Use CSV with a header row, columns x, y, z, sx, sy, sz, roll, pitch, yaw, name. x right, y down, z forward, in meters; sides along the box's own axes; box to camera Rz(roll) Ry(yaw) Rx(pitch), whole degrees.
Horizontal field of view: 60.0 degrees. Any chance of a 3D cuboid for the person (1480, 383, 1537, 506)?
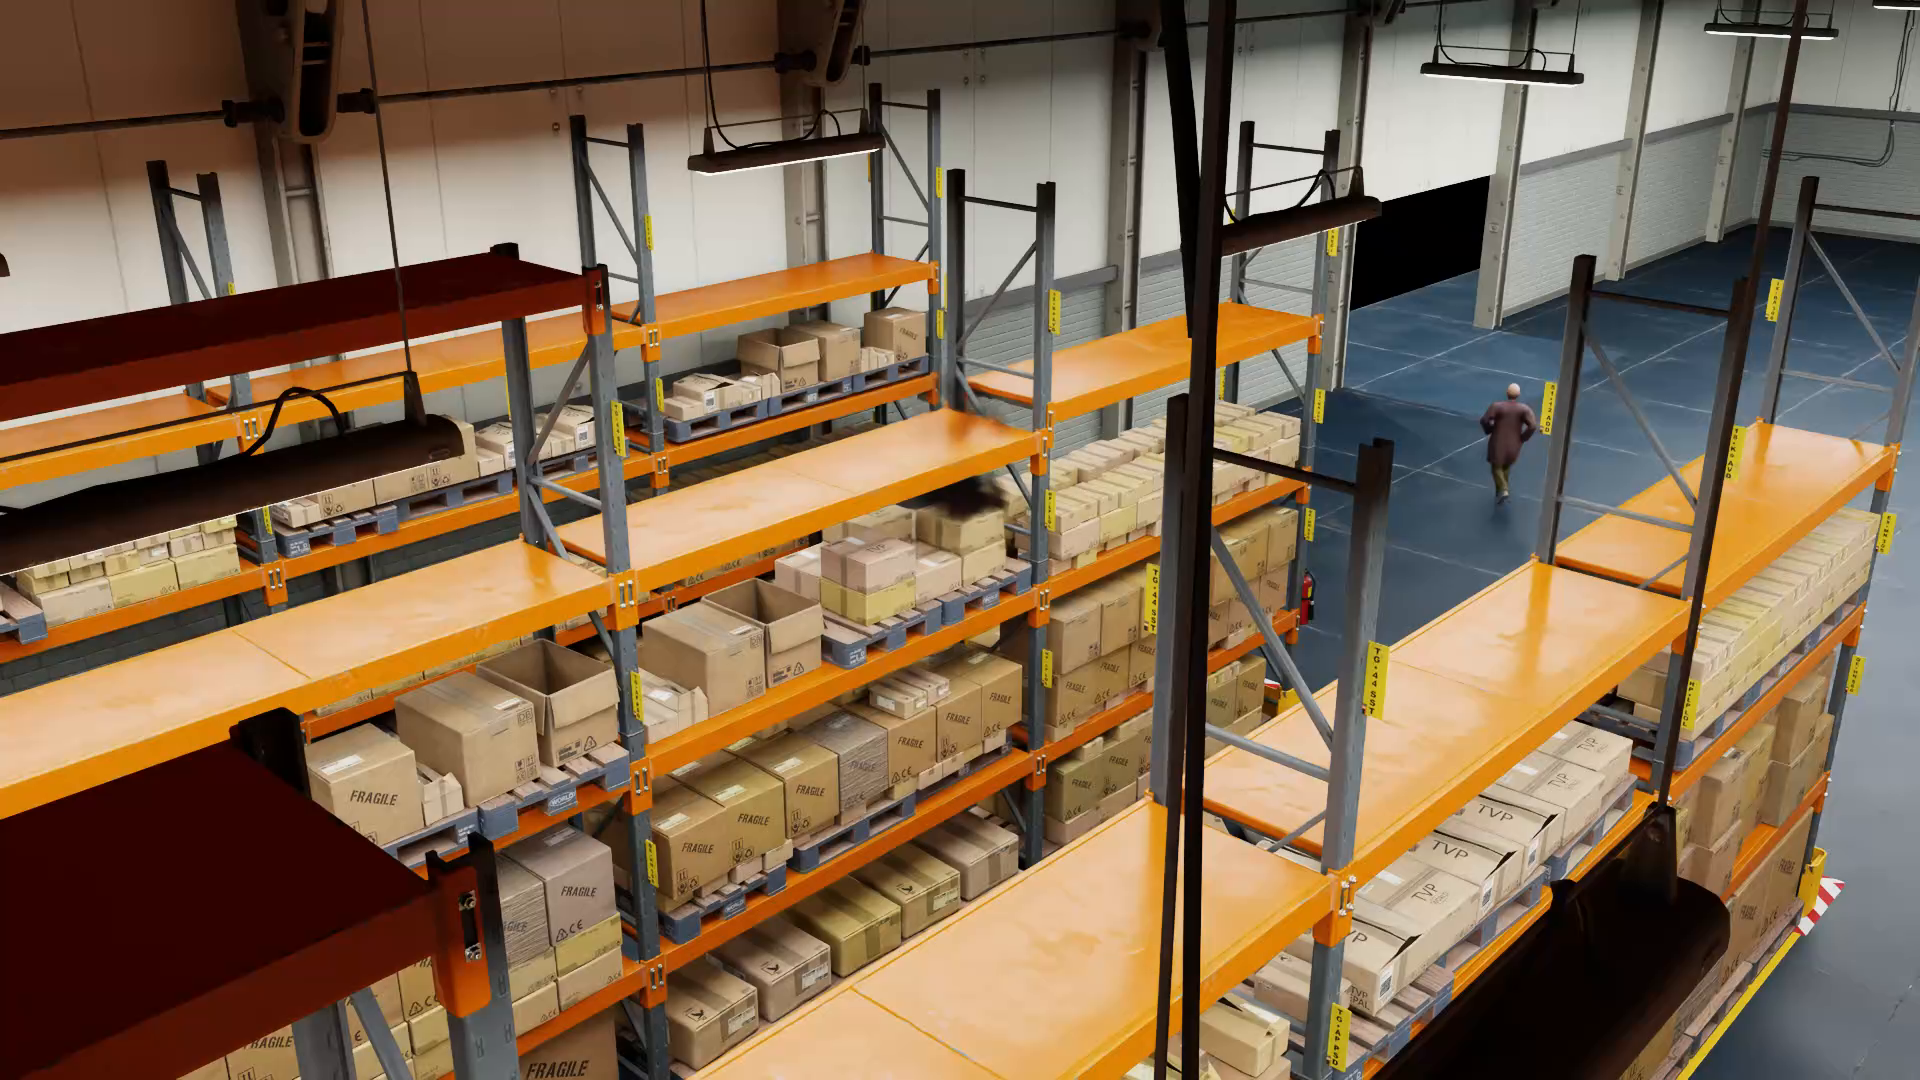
x,y,z,sx,sy,sz,roll,pitch,yaw,name
7.479,-1.246,22.818,0.733,1.806,0.854,4,22,10,person
